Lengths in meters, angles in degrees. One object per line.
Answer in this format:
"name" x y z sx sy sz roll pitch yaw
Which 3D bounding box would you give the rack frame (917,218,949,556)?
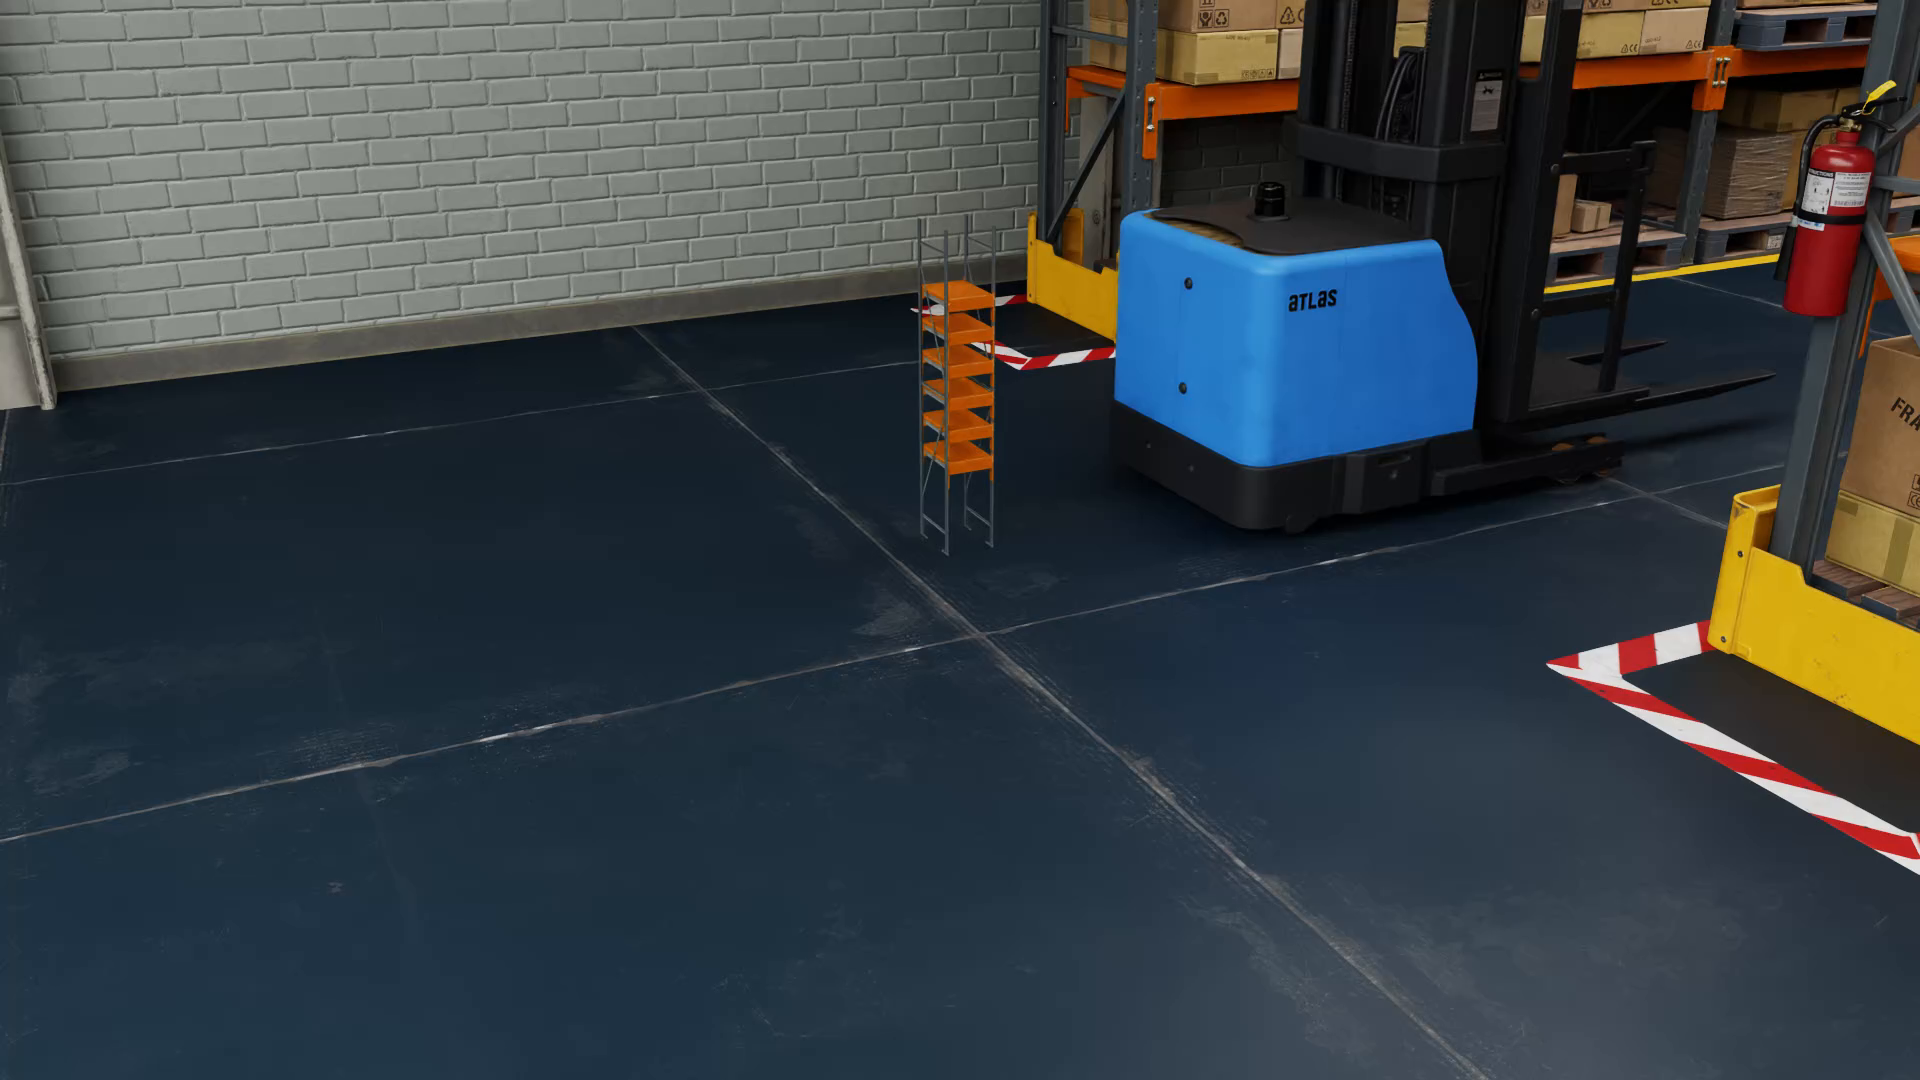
"rack frame" -0.095 -0.537 5.978 0.006 1.200 0.240 -10 25 -24

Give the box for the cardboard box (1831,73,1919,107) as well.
"cardboard box" 6.283 -3.023 11.344 0.500 0.250 0.500 -11 25 -24

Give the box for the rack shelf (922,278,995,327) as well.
"rack shelf" -0.013 -0.844 5.894 0.180 0.103 0.258 -10 25 -24

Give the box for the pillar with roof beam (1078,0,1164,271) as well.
"pillar with roof beam" 2.826 -4.301 4.875 0.400 9.000 9.100 -10 25 -24

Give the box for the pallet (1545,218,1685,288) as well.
"pallet" 3.718 -1.850 10.443 1.213 0.211 1.003 -10 25 -24

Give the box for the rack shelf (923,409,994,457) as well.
"rack shelf" -0.013 -0.400 6.078 0.180 0.103 0.258 -10 25 -24

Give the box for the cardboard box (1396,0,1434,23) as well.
"cardboard box" 2.182 -3.023 8.820 0.500 0.500 0.500 -11 25 -25

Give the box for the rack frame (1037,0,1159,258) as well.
"rack frame" 0.703 -2.599 8.606 0.127 3.000 1.000 -10 25 -24

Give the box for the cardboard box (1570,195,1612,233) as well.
"cardboard box" 3.838 -2.057 10.427 0.250 0.166 0.380 -14 26 -30

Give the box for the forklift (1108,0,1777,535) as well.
"forklift" 2.172 -1.750 6.645 3.031 2.935 1.130 -11 25 -24

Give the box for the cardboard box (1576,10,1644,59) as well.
"cardboard box" 3.560 -2.939 9.599 0.500 0.250 0.500 -10 25 -23

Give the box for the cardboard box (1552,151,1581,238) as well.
"cardboard box" 3.390 -2.124 10.153 0.500 0.500 0.500 -12 26 -28

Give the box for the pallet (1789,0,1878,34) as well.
"pallet" 6.146 -3.494 11.021 1.213 0.211 1.003 -10 25 -24

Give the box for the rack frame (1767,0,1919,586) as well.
"rack frame" 2.855 -0.892 4.483 0.127 3.000 1.000 -10 25 -24

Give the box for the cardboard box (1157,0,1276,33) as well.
"cardboard box" 1.264 -2.861 8.428 0.500 0.500 0.500 -10 25 -24

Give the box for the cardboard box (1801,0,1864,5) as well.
"cardboard box" 5.287 -3.674 10.499 0.500 0.500 0.700 -8 24 -18

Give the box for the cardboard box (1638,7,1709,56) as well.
"cardboard box" 4.012 -3.019 9.791 0.500 0.250 0.500 -10 25 -23

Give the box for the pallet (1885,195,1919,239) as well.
"pallet" 6.109 -2.307 11.548 1.213 0.211 1.003 -10 25 -24

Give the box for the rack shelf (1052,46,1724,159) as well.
"rack shelf" 2.505 -2.598 9.545 4.000 0.370 1.077 -10 25 -24

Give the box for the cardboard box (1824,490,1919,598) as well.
"cardboard box" 3.210 -0.006 5.390 0.500 0.250 0.500 -10 25 -24

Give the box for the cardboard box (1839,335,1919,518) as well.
"cardboard box" 3.209 -0.354 5.248 0.500 0.500 0.500 -10 25 -24

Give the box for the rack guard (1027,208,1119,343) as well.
"rack guard" 0.772 -1.456 9.114 0.348 0.500 1.175 -10 25 -24

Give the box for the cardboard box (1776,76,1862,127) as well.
"cardboard box" 5.826 -2.947 11.159 0.500 0.250 0.500 -11 25 -25

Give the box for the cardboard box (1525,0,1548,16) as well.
"cardboard box" 3.110 -3.199 9.246 0.500 0.500 0.500 -11 25 -25

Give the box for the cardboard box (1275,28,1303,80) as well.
"cardboard box" 1.742 -2.601 8.782 0.500 0.250 0.500 -11 25 -25

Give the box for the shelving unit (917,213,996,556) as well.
"shelving unit" -0.013 -0.552 6.015 0.189 1.200 0.258 -10 25 -24

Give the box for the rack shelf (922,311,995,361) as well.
"rack shelf" -0.013 -0.733 5.940 0.180 0.103 0.258 -10 25 -24

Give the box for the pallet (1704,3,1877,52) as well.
"pallet" 5.059 -3.250 10.430 1.213 0.211 1.003 -10 25 -24

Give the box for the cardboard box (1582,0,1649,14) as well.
"cardboard box" 3.568 -3.279 9.438 0.500 0.500 0.500 -11 25 -24

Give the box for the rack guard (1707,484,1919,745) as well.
"rack guard" 2.833 0.267 4.952 0.348 0.500 1.175 -10 25 -24

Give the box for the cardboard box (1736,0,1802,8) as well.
"cardboard box" 4.781 -3.584 10.281 0.500 0.500 0.700 -10 25 -23

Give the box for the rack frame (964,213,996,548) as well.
"rack frame" 0.069 -0.567 6.051 0.006 1.200 0.240 -10 25 -24

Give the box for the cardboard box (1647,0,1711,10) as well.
"cardboard box" 4.016 -3.364 9.643 0.500 0.500 0.500 -10 25 -24

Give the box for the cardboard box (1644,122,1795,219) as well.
"cardboard box" 4.963 -2.438 10.911 0.500 0.500 0.700 -10 24 -22

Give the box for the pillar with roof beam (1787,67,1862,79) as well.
"pillar with roof beam" 8.232 -5.296 7.279 0.400 9.000 9.100 -10 25 -24

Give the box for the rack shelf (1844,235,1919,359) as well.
"rack shelf" 4.657 -0.891 5.422 4.000 0.370 1.077 -10 25 -24

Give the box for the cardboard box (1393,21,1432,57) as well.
"cardboard box" 2.204 -2.684 8.981 0.500 0.250 0.500 -11 25 -24

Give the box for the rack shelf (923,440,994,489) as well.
"rack shelf" -0.013 -0.289 6.124 0.180 0.103 0.258 -10 25 -24

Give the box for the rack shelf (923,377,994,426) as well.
"rack shelf" -0.013 -0.511 6.032 0.180 0.103 0.258 -10 25 -24

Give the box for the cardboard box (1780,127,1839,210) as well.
"cardboard box" 5.407 -2.541 11.160 0.500 0.500 0.700 -11 25 -25

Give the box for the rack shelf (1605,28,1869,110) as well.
"rack shelf" 6.110 -3.261 11.148 4.000 0.370 1.077 -10 25 -24

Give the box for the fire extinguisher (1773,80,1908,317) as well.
"fire extinguisher" 2.547 -0.997 4.837 0.183 0.674 0.296 -10 25 -24

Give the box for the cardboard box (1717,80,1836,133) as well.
"cardboard box" 5.359 -2.859 10.947 0.500 0.250 0.500 -11 25 -25

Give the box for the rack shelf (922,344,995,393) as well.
"rack shelf" -0.013 -0.622 5.986 0.180 0.103 0.258 -10 25 -24

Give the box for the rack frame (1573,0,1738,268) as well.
"rack frame" 4.307 -3.262 10.209 0.127 3.000 1.000 -10 25 -24

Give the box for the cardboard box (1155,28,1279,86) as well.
"cardboard box" 1.281 -2.510 8.562 0.500 0.250 0.500 -11 25 -25

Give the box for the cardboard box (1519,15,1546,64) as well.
"cardboard box" 3.113 -2.850 9.384 0.500 0.250 0.500 -11 25 -24

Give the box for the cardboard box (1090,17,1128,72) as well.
"cardboard box" 1.040 -2.683 8.979 0.500 0.250 0.500 -10 25 -23

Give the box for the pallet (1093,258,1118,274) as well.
"pallet" 1.519 -1.445 9.466 1.213 0.211 1.003 -10 25 -24

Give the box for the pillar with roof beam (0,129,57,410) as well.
"pillar with roof beam" -2.581 -3.306 2.471 0.400 9.000 9.100 -10 25 -24

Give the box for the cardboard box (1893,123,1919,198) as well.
"cardboard box" 6.335 -2.699 11.541 0.500 0.500 0.700 -11 25 -24

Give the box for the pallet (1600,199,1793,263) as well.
"pallet" 5.008 -2.103 11.055 1.213 0.211 1.003 -10 25 -24

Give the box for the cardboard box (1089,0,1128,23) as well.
"cardboard box" 1.036 -3.036 8.853 0.500 0.500 0.500 -11 25 -24

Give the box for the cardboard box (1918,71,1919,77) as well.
"cardboard box" 6.745 -3.110 11.554 0.500 0.250 0.500 -10 24 -23

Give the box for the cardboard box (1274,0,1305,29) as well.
"cardboard box" 1.713 -2.939 8.618 0.500 0.500 0.500 -10 25 -23

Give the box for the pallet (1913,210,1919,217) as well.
"pallet" 7.207 -2.508 12.033 1.213 0.211 1.003 -10 25 -24

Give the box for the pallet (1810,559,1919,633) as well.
"pallet" 3.526 0.255 5.358 1.213 0.211 1.003 -10 25 -24
